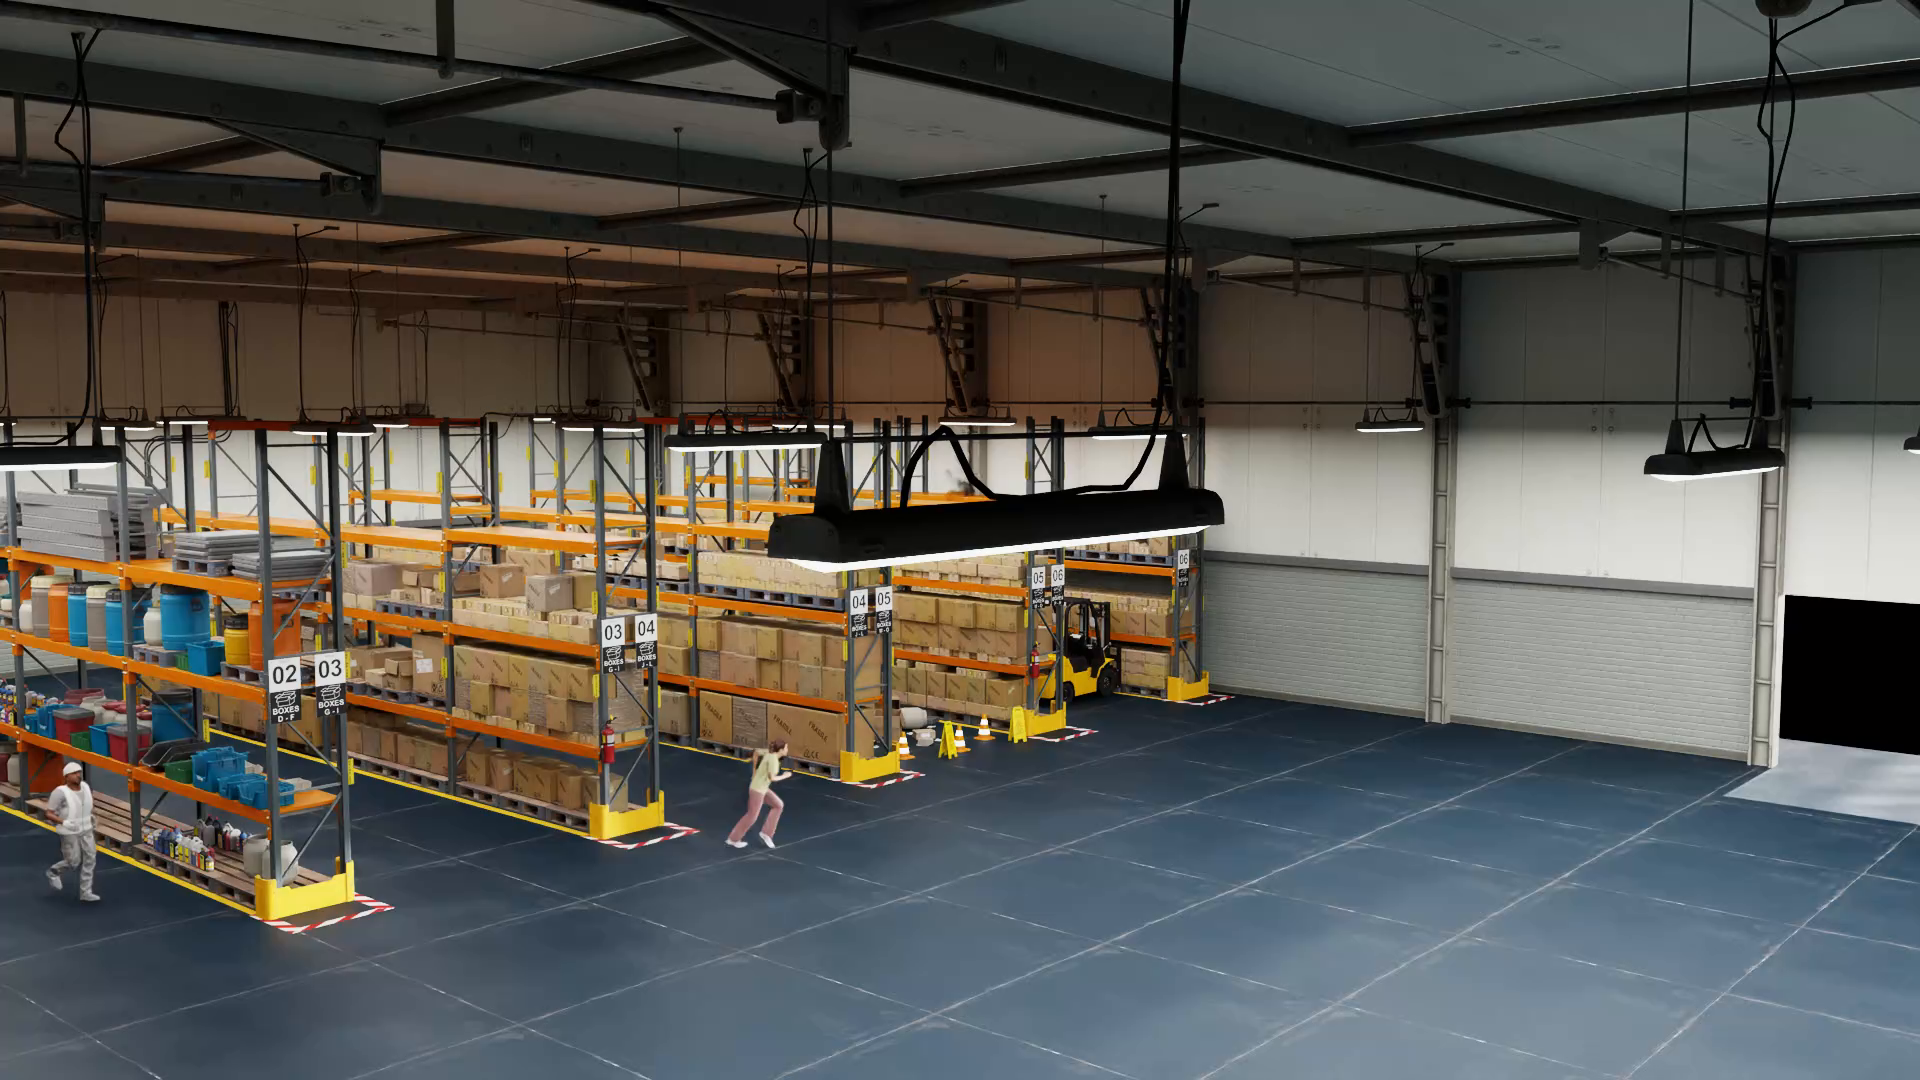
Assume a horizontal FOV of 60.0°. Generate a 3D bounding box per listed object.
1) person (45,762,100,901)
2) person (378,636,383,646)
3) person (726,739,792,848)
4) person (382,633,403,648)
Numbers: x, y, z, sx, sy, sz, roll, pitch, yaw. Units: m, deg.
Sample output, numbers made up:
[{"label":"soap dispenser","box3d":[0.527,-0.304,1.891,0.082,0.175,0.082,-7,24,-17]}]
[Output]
[{"label":"person","box3d":[-11.250,3.692,21.106,0.833,1.757,0.681,2,5,22]},{"label":"person","box3d":[-11.419,2.756,32.503,0.799,1.763,0.691,4,6,40]},{"label":"person","box3d":[-2.855,3.608,23.589,0.940,1.584,0.613,-1,5,-13]},{"label":"person","box3d":[-13.667,2.197,39.833,0.815,1.659,0.744,0,5,2]}]
